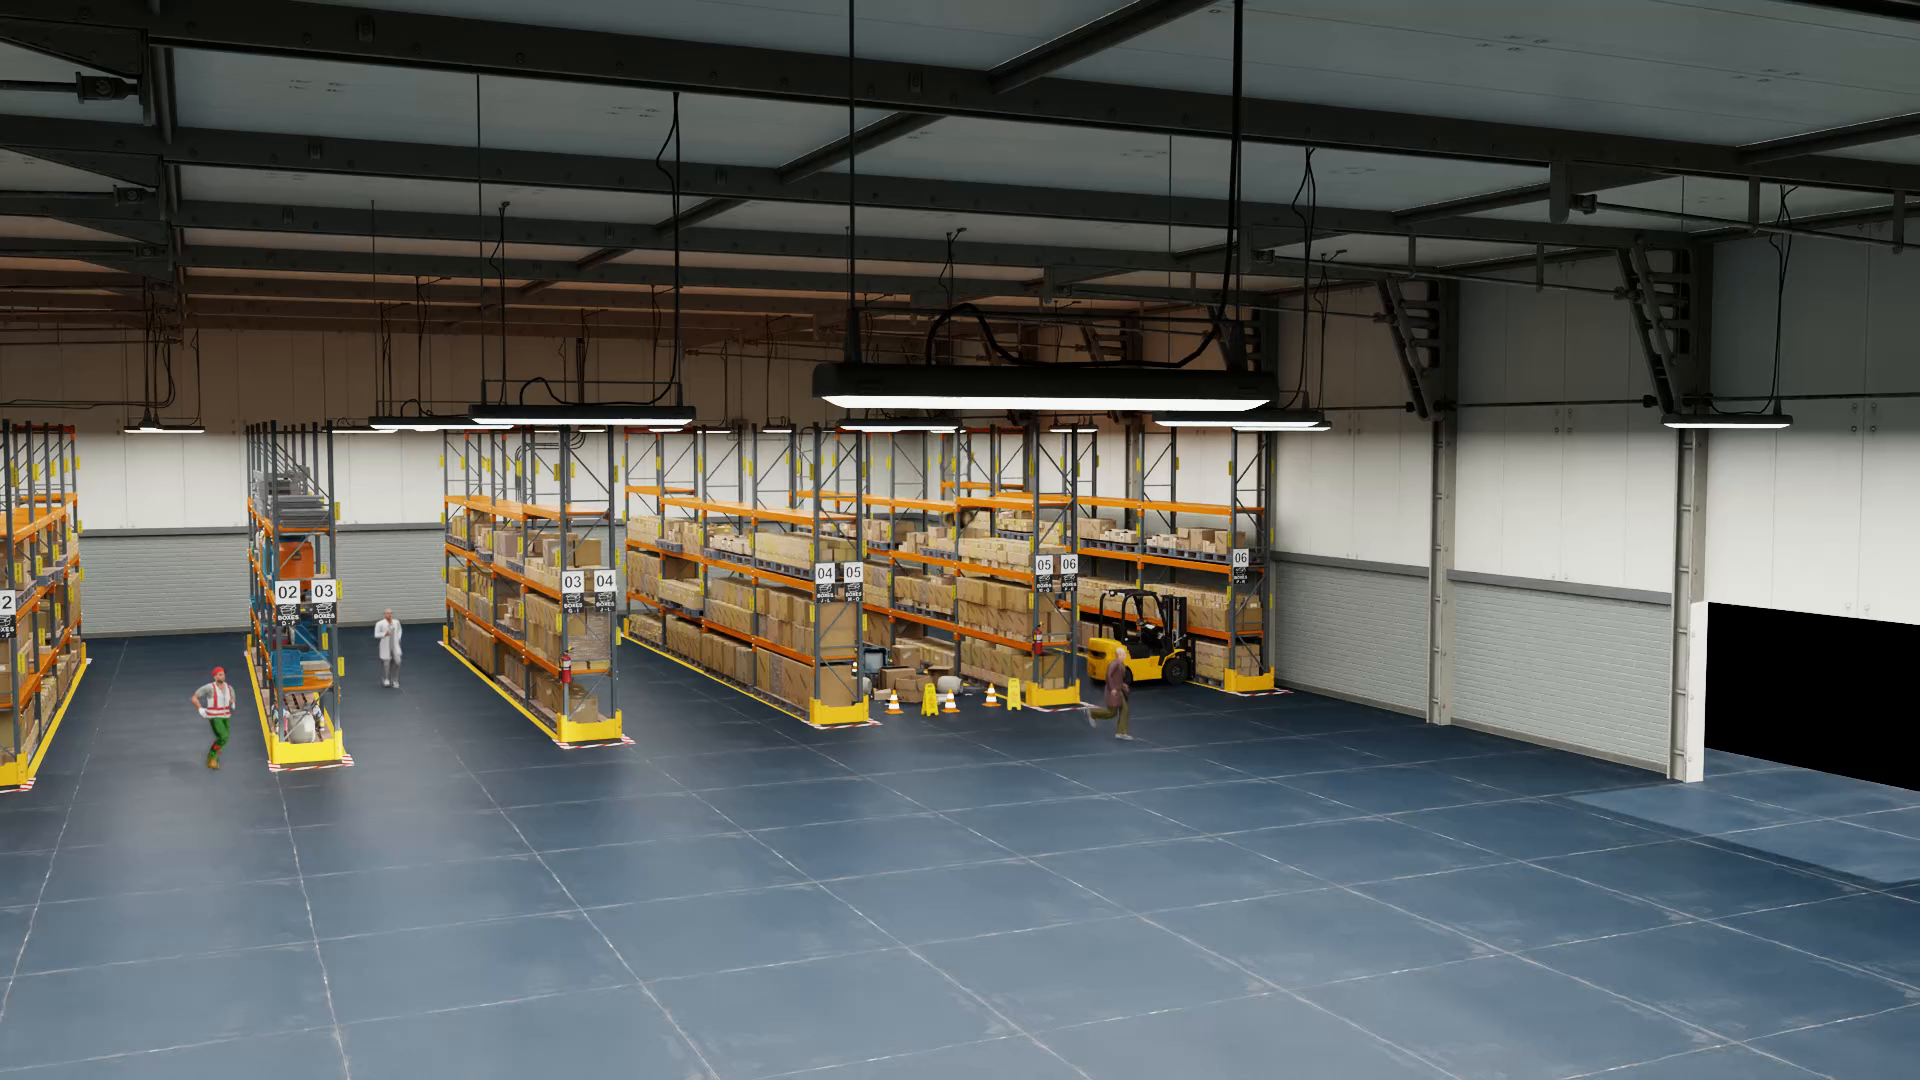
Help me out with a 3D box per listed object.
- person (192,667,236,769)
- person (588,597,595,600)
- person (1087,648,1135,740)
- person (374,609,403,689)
[{"bbox_3d":[-12.711,3.050,28.563,0.609,1.734,0.674,2,4,24],"label":"person"},{"bbox_3d":[-10.462,1.931,47.726,0.680,1.624,0.543,2,4,29],"label":"person"},{"bbox_3d":[2.869,2.907,31.490,0.939,1.760,0.718,2,4,24],"label":"person"},{"bbox_3d":[-12.947,2.479,37.770,0.685,1.824,0.777,-3,4,-36],"label":"person"}]
